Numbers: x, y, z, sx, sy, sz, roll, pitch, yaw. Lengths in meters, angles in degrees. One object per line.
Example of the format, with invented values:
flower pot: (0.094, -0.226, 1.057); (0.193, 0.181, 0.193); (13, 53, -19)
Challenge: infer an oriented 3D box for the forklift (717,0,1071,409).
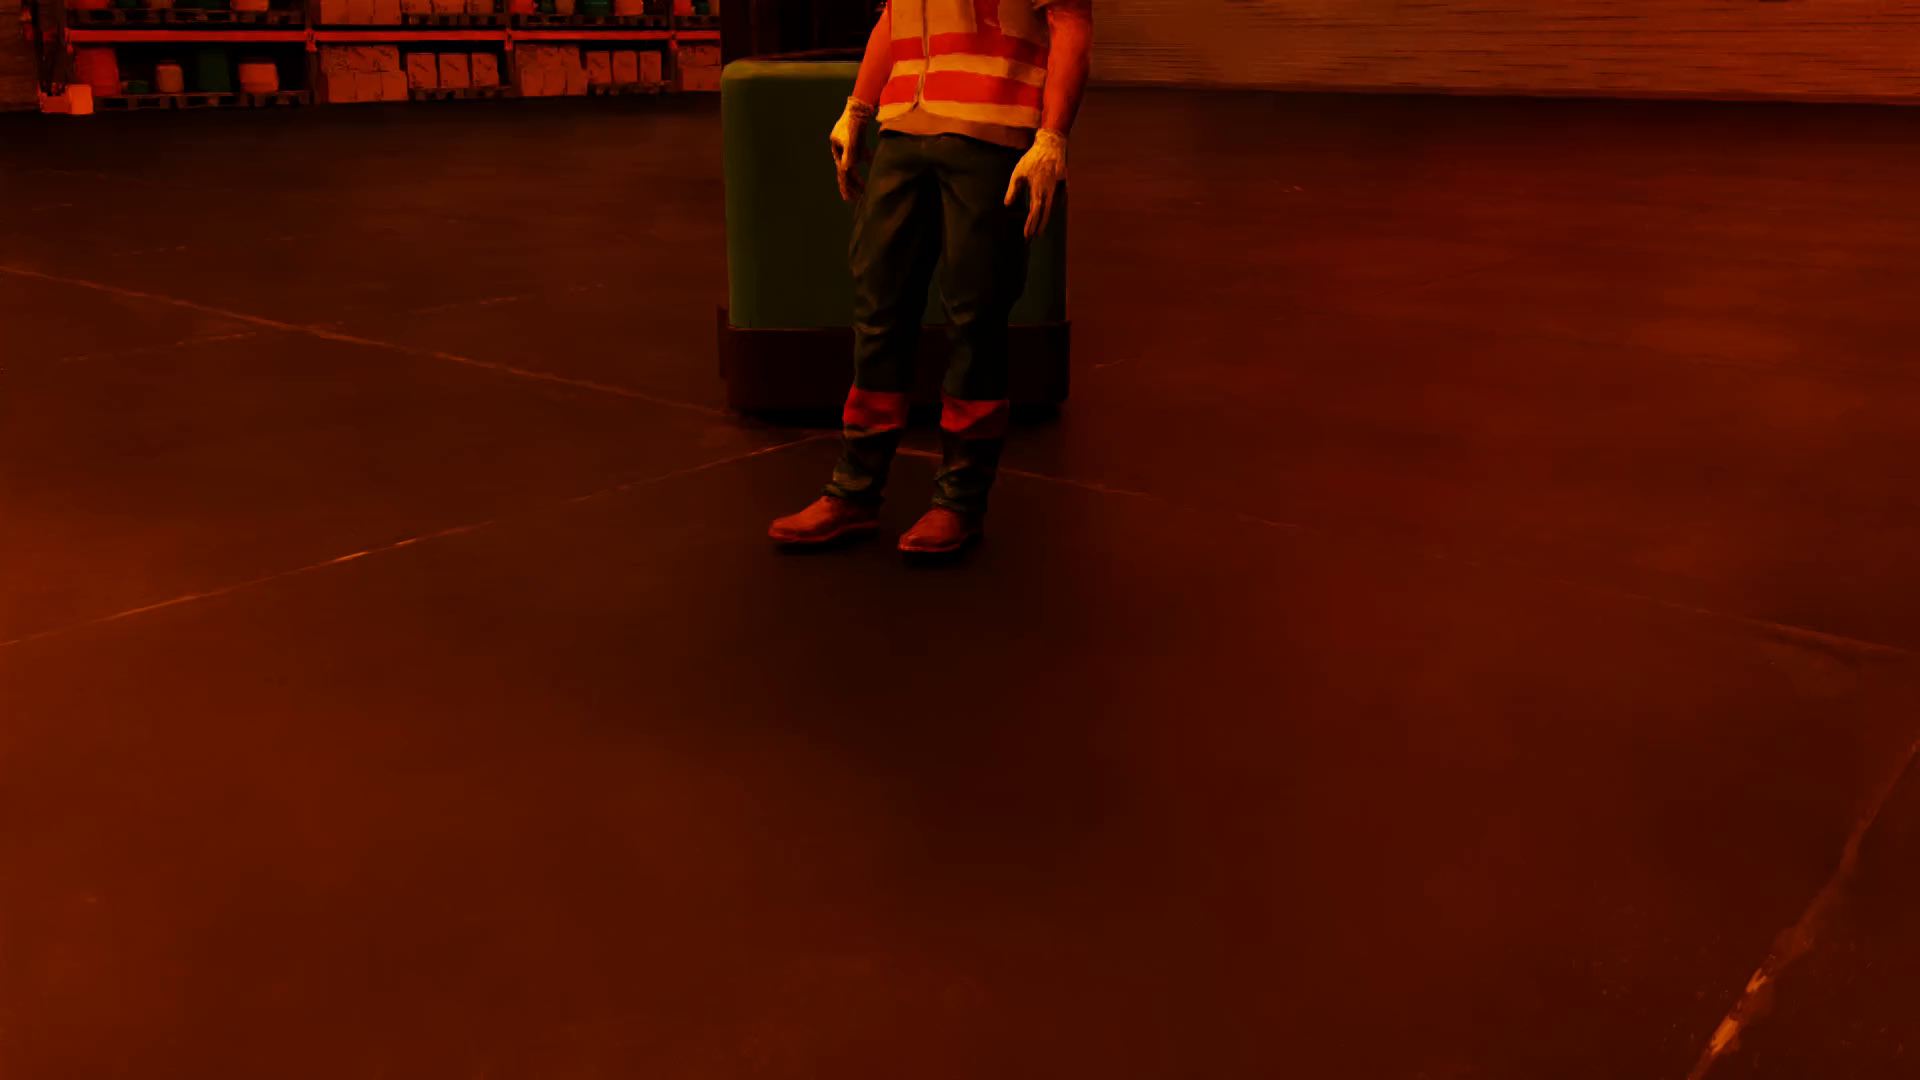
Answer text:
forklift: (-0.333, -2.177, 6.066); (1.130, 2.935, 3.031); (-2, 17, -6)

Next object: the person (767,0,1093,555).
person: (-0.060, -0.847, 3.627); (0.637, 1.787, 0.563); (13, 21, 37)
